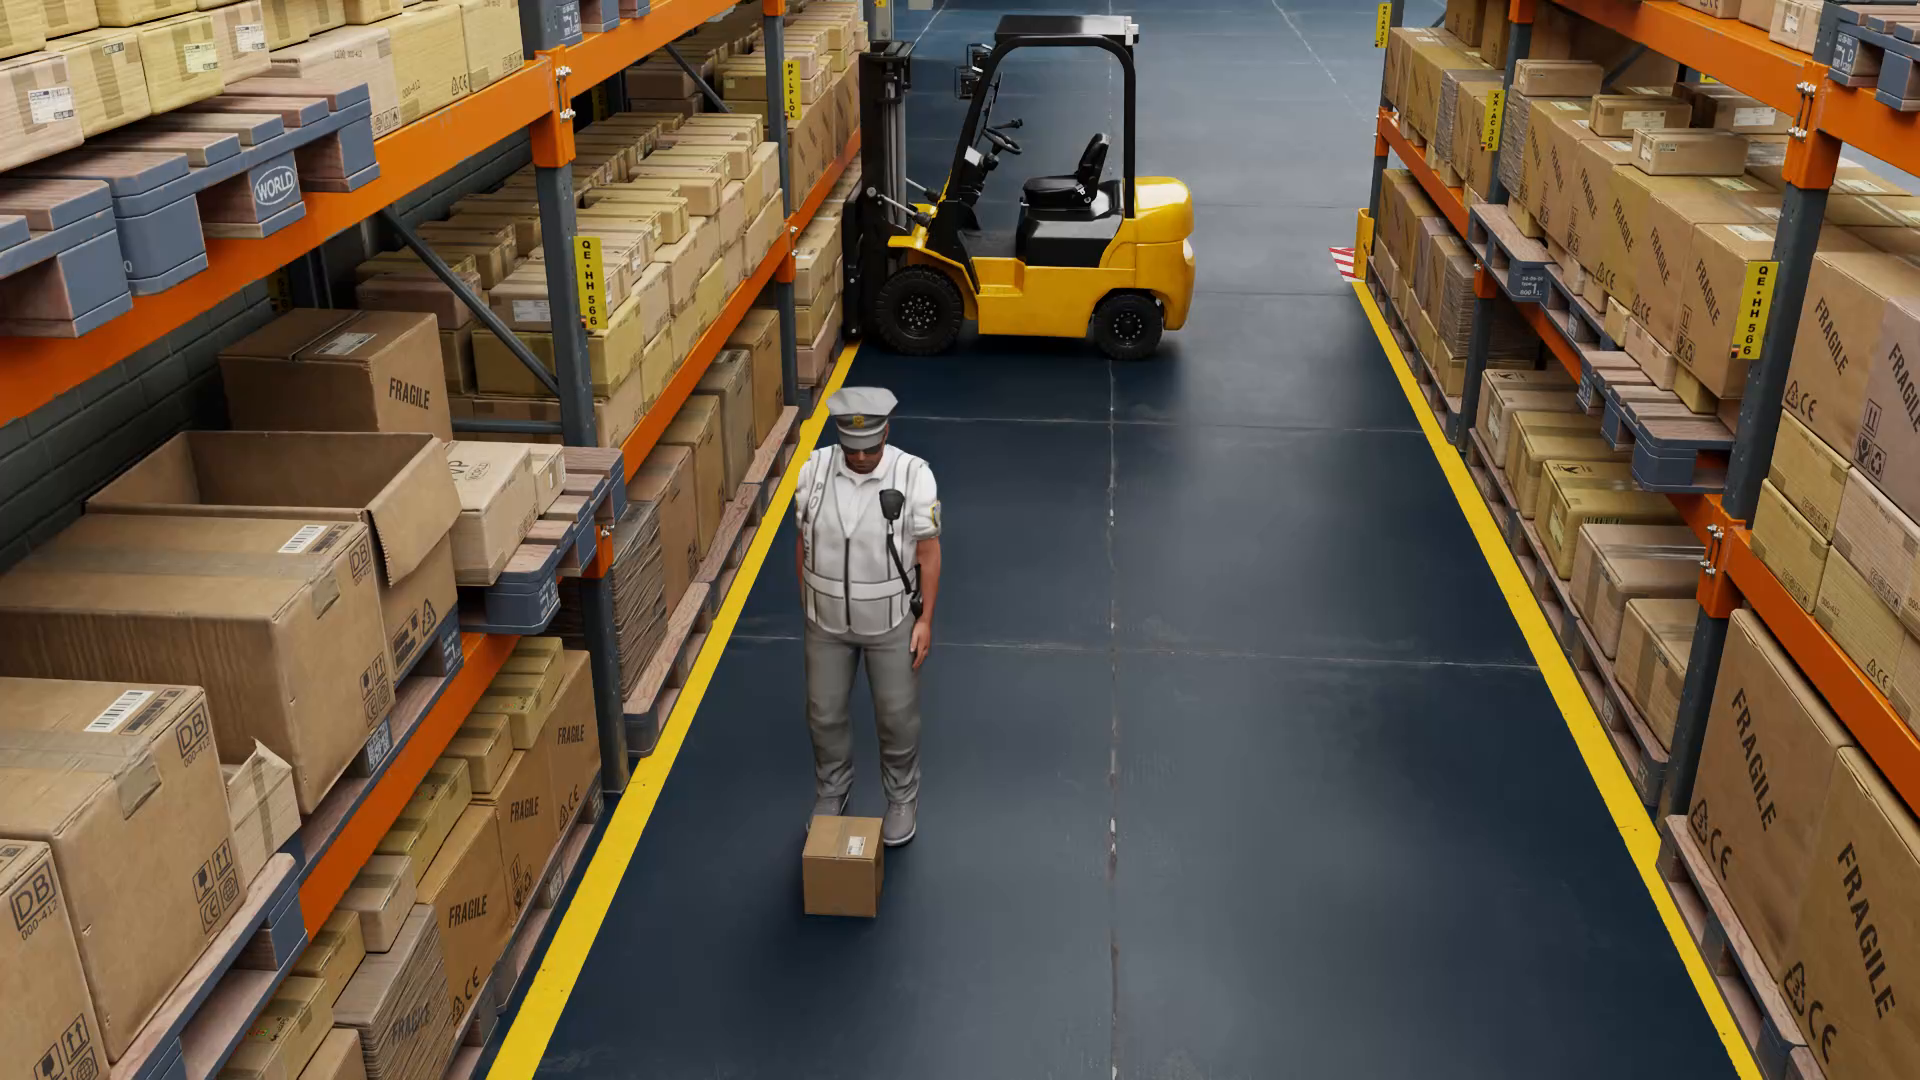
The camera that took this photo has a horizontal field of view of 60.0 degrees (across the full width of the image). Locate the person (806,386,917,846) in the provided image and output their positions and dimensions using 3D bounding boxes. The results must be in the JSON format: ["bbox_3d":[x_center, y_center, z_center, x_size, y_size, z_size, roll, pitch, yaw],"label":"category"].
[{"bbox_3d":[-0.366,0.288,5.987,0.416,1.736,0.329,4,25,9],"label":"person"}]
